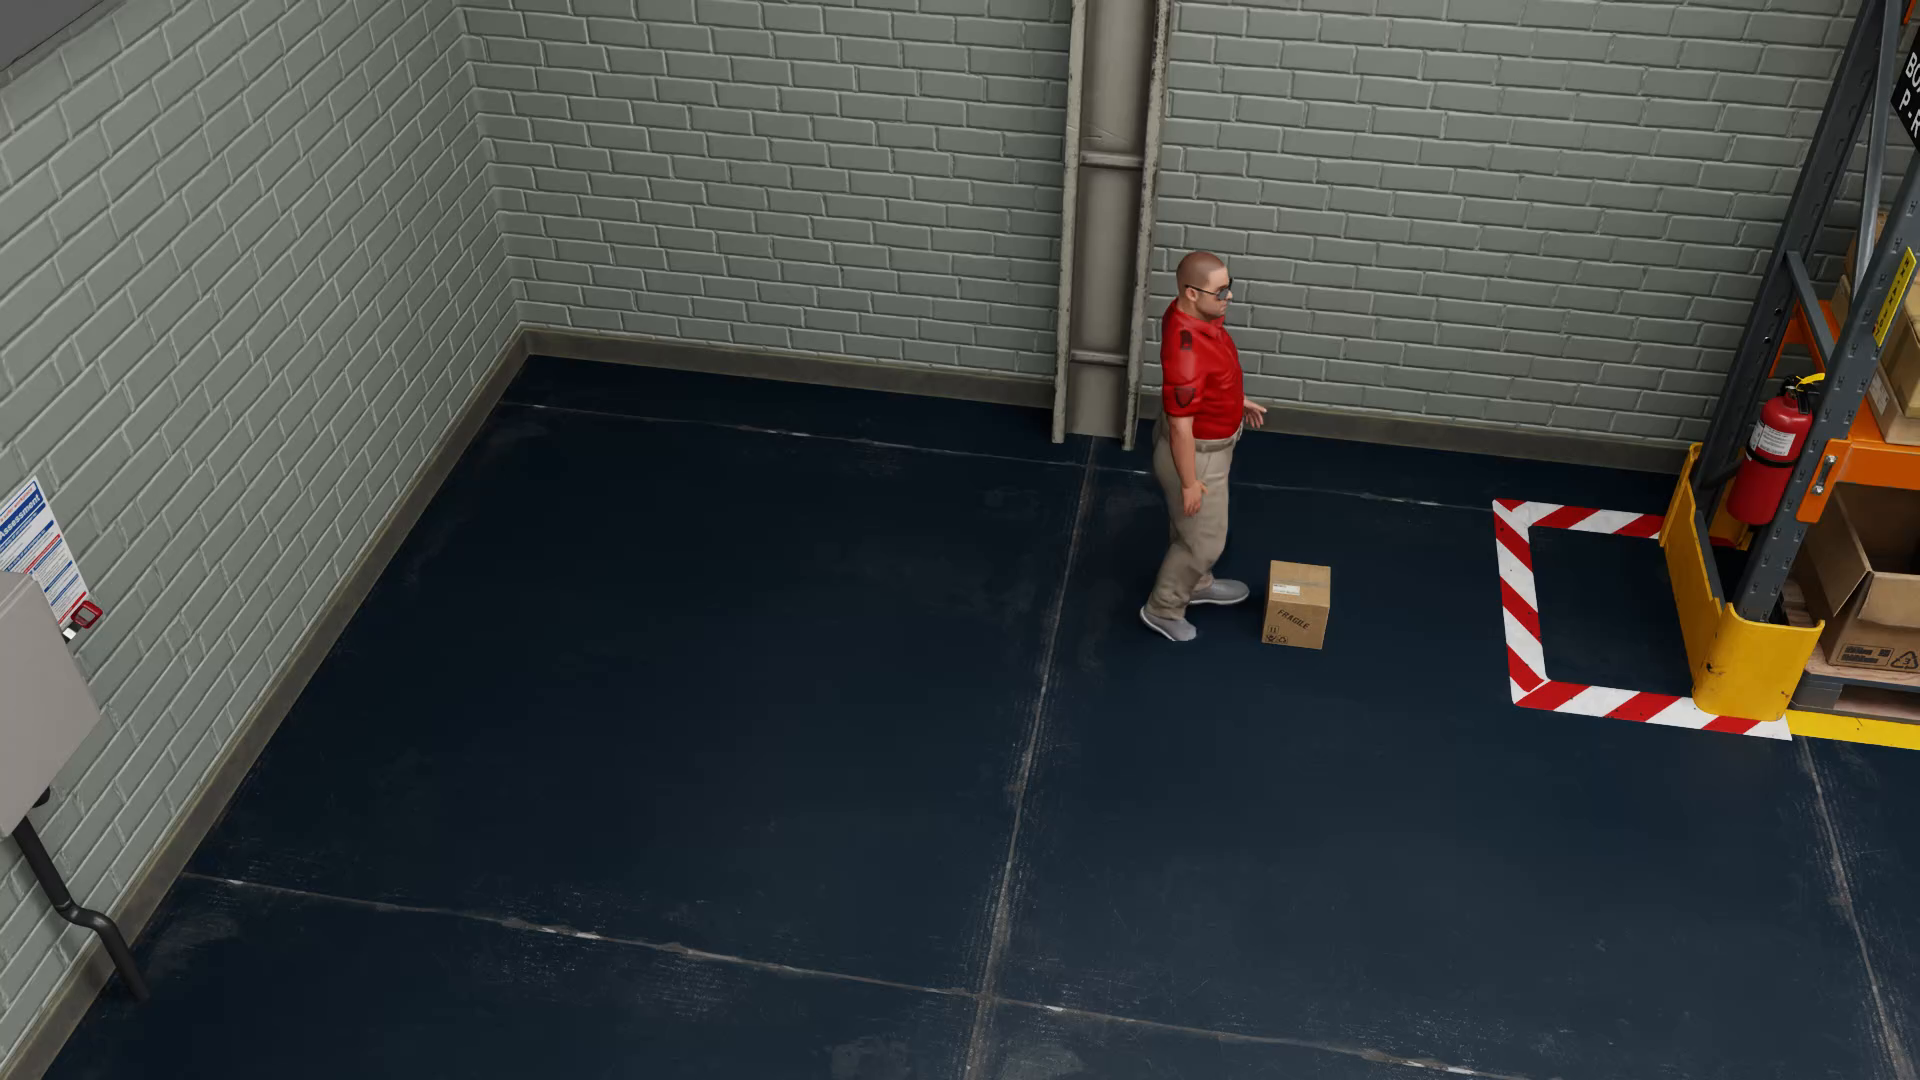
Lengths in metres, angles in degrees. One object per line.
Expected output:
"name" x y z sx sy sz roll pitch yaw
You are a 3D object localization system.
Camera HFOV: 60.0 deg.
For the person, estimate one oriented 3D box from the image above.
"person" 0.999 -0.333 6.613 0.488 1.812 0.610 3 40 4
